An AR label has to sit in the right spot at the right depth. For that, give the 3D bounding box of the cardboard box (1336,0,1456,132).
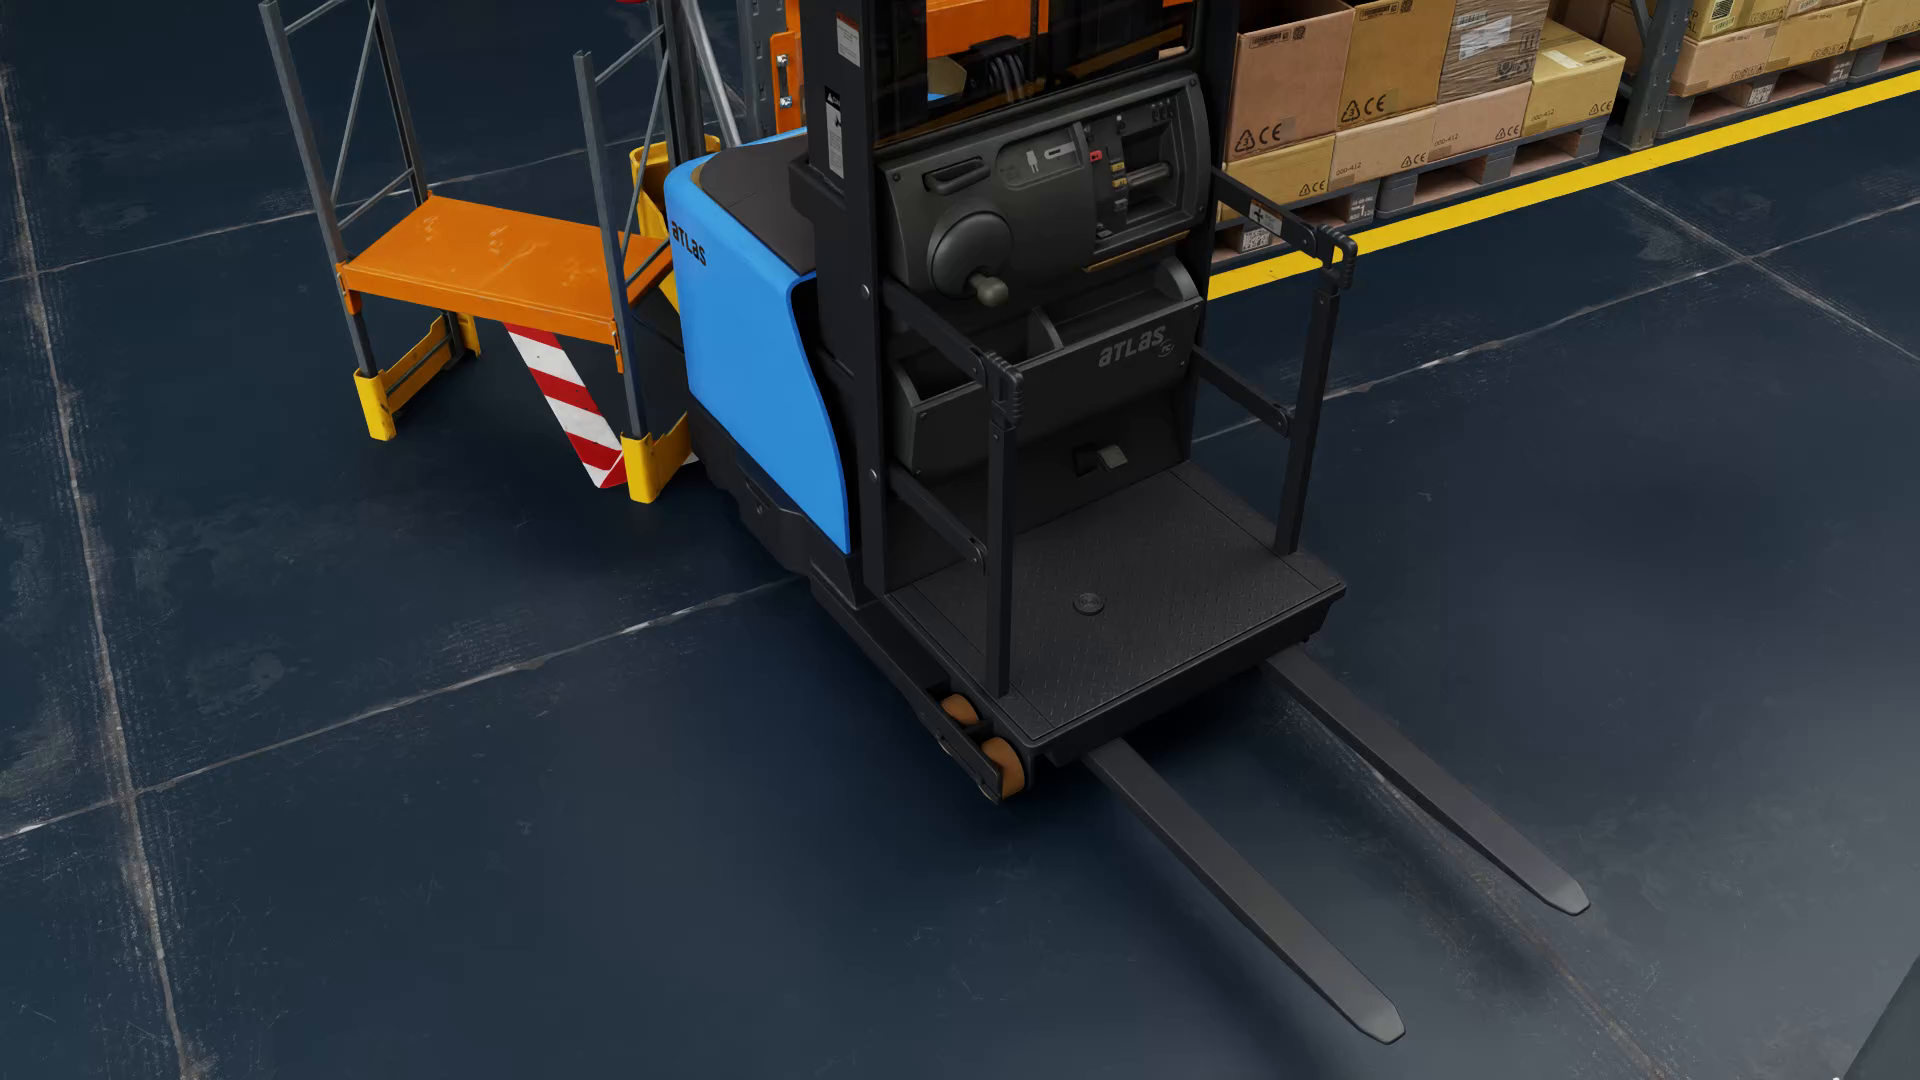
[{"bbox_3d":[1.543,-1.968,6.476,0.500,0.500,0.500,-19,44,-21],"label":"cardboard box"}]

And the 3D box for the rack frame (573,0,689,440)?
[{"bbox_3d":[-0.940,-0.874,5.122,0.032,1.500,0.500,13,42,15],"label":"rack frame"}]

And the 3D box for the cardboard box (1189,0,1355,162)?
[{"bbox_3d":[1.106,-1.811,6.290,0.500,0.500,0.500,-19,44,-21],"label":"cardboard box"}]

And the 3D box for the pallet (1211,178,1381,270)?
[{"bbox_3d":[0.936,-1.485,6.840,1.213,0.211,1.003,-19,44,-21],"label":"pallet"}]

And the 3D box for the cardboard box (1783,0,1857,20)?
[{"bbox_3d":[3.672,-2.581,7.346,0.500,0.311,0.500,-19,44,-21],"label":"cardboard box"}]

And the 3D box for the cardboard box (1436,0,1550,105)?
[{"bbox_3d":[1.985,-2.120,6.655,0.500,0.500,0.500,-19,44,-21],"label":"cardboard box"}]

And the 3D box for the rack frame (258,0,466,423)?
[{"bbox_3d":[-1.896,-1.098,5.386,0.032,1.500,0.500,13,42,15],"label":"rack frame"}]

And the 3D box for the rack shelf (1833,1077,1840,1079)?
[{"bbox_3d":[3.255,0.582,2.798,4.000,0.370,1.077,-19,44,-21],"label":"rack shelf"}]

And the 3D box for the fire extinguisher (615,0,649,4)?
[{"bbox_3d":[-1.123,-2.137,5.512,0.183,0.674,0.296,-19,44,-21],"label":"fire extinguisher"}]

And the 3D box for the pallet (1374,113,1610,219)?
[{"bbox_3d":[2.019,-1.851,7.274,1.213,0.211,1.003,-19,44,-21],"label":"pallet"}]

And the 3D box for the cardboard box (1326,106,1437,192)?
[{"bbox_3d":[1.549,-1.675,6.710,0.500,0.250,0.500,-19,44,-21],"label":"cardboard box"}]

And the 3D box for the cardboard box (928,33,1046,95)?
[{"bbox_3d":[0.217,-1.515,5.941,0.500,0.500,0.500,-19,44,-21],"label":"cardboard box"}]

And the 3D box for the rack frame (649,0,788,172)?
[{"bbox_3d":[-0.804,-1.935,5.214,0.127,3.000,1.000,-19,44,-21],"label":"rack frame"}]

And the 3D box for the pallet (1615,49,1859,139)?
[{"bbox_3d":[3.379,-2.307,7.812,1.213,0.211,1.003,-19,44,-21],"label":"pallet"}]

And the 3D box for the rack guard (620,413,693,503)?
[{"bbox_3d":[-0.941,-0.398,5.526,0.087,0.250,0.587,13,42,15],"label":"rack guard"}]

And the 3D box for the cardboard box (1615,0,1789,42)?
[{"bbox_3d":[3.226,-2.434,7.173,0.500,0.311,0.500,-18,44,-20],"label":"cardboard box"}]

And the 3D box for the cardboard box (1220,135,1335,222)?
[{"bbox_3d":[1.106,-1.525,6.533,0.500,0.250,0.500,-19,44,-21],"label":"cardboard box"}]

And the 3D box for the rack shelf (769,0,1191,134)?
[{"bbox_3d":[0.970,-2.257,6.152,4.000,0.370,1.077,-19,44,-21],"label":"rack shelf"}]

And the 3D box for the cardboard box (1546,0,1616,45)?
[{"bbox_3d":[2.978,-2.530,7.720,0.500,0.250,0.500,-19,44,-21],"label":"cardboard box"}]

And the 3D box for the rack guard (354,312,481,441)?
[{"bbox_3d":[-1.878,-0.616,5.785,0.087,0.250,0.587,13,42,15],"label":"rack guard"}]

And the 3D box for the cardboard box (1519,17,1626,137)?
[{"bbox_3d":[2.434,-1.976,7.066,0.500,0.250,0.500,-19,44,-21],"label":"cardboard box"}]

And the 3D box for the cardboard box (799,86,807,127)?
[{"bbox_3d":[-0.465,-1.663,6.115,0.500,0.500,0.500,-19,44,-21],"label":"cardboard box"}]

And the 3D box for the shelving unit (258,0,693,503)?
[{"bbox_3d":[-1.410,-0.984,5.252,1.083,1.500,0.587,13,42,15],"label":"shelving unit"}]

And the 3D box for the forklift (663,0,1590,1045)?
[{"bbox_3d":[0.354,-0.782,3.905,1.130,2.935,3.031,-24,46,-25],"label":"forklift"}]

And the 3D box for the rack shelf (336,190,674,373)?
[{"bbox_3d":[-1.418,-0.849,5.370,1.000,0.185,0.538,13,42,15],"label":"rack shelf"}]

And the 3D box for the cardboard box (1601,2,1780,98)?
[{"bbox_3d":[3.216,-2.218,7.352,0.500,0.250,0.500,-20,44,-22],"label":"cardboard box"}]

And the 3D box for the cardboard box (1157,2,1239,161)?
[{"bbox_3d":[0.655,-1.672,6.126,0.500,0.500,0.500,-19,44,-21],"label":"cardboard box"}]

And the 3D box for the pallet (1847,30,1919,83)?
[{"bbox_3d":[4.463,-2.674,8.245,1.213,0.211,1.003,-19,44,-21],"label":"pallet"}]

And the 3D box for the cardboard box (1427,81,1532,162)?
[{"bbox_3d":[1.986,-1.833,6.896,0.500,0.250,0.500,-19,44,-21],"label":"cardboard box"}]

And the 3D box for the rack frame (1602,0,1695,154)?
[{"bbox_3d":[2.744,-3.129,6.625,0.127,3.000,1.000,-19,44,-21],"label":"rack frame"}]

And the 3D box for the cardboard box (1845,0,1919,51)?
[{"bbox_3d":[4.128,-2.526,7.716,0.500,0.250,0.500,-20,44,-22],"label":"cardboard box"}]

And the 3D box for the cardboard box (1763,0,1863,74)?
[{"bbox_3d":[3.670,-2.370,7.531,0.500,0.250,0.500,-18,43,-20],"label":"cardboard box"}]

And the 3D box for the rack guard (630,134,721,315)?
[{"bbox_3d":[-0.825,-0.974,6.014,0.348,0.500,1.175,-19,44,-21],"label":"rack guard"}]

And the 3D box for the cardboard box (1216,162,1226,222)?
[{"bbox_3d":[0.660,-1.379,6.360,0.500,0.250,0.500,-19,44,-21],"label":"cardboard box"}]
